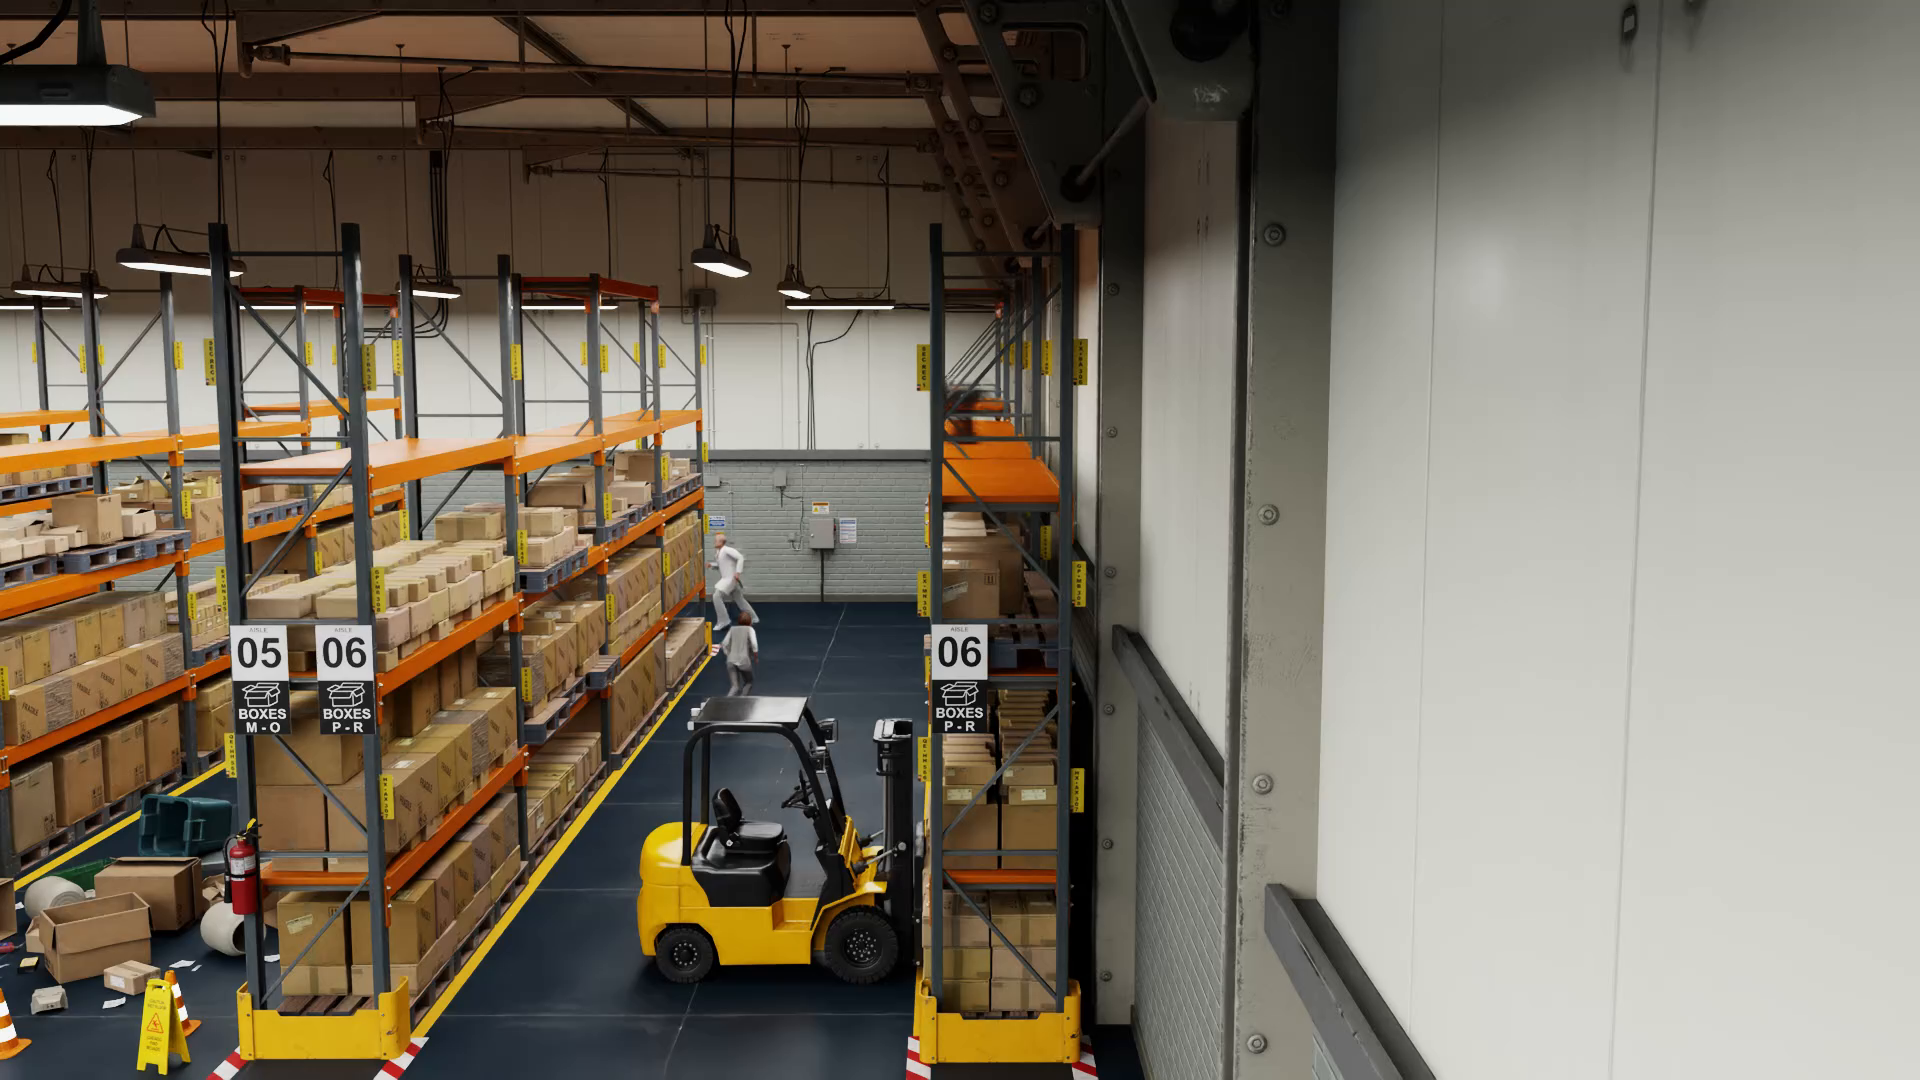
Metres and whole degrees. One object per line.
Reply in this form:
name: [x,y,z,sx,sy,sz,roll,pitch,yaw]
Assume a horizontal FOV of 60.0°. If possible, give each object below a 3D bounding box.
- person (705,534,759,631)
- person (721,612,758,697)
person: [-4.186,0.758,30.291,1.056,1.733,0.626,-2,7,-13]
person: [-3.101,1.770,23.071,0.543,1.447,0.964,2,7,13]
